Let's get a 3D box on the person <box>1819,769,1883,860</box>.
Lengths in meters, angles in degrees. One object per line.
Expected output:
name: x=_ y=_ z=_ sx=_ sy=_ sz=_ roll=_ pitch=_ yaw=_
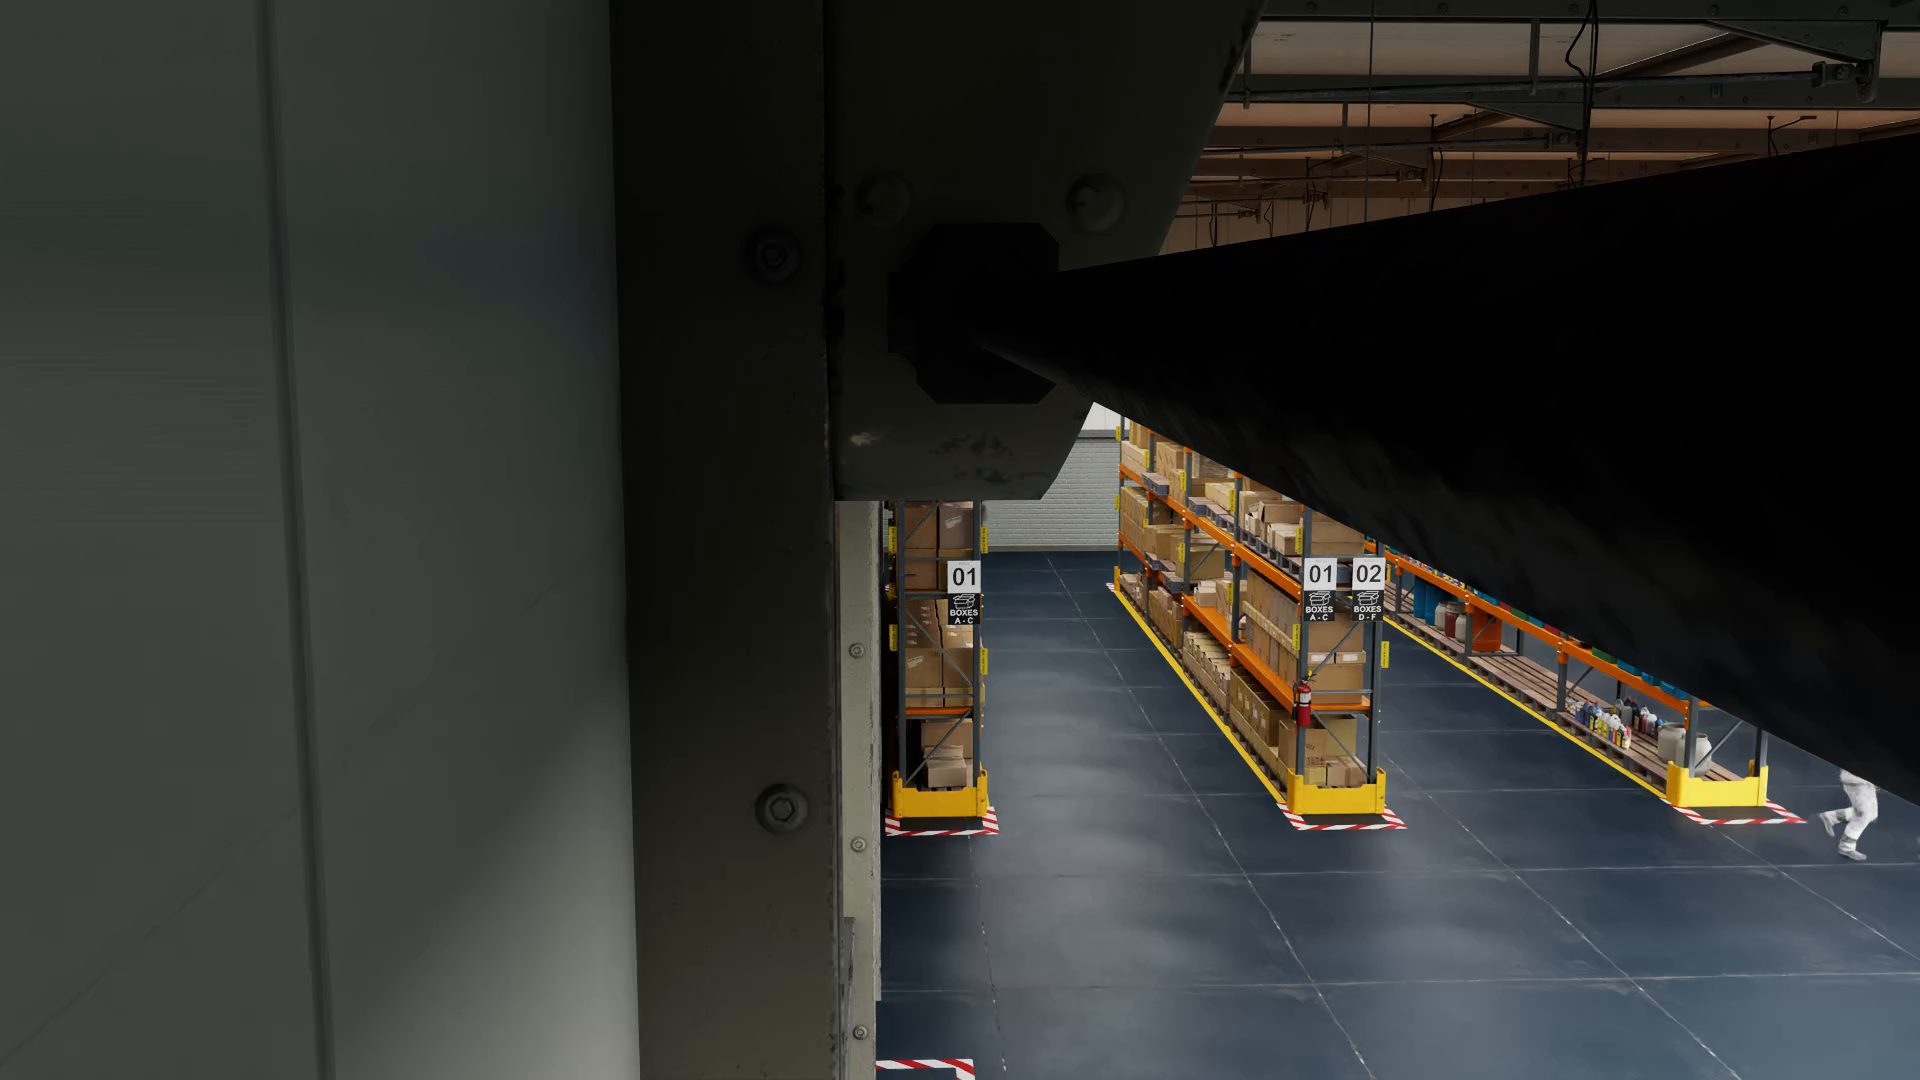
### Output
person: x=10.213 y=2.757 z=18.979 sx=0.683 sy=1.752 sz=0.682 roll=7 pitch=11 yaw=40
